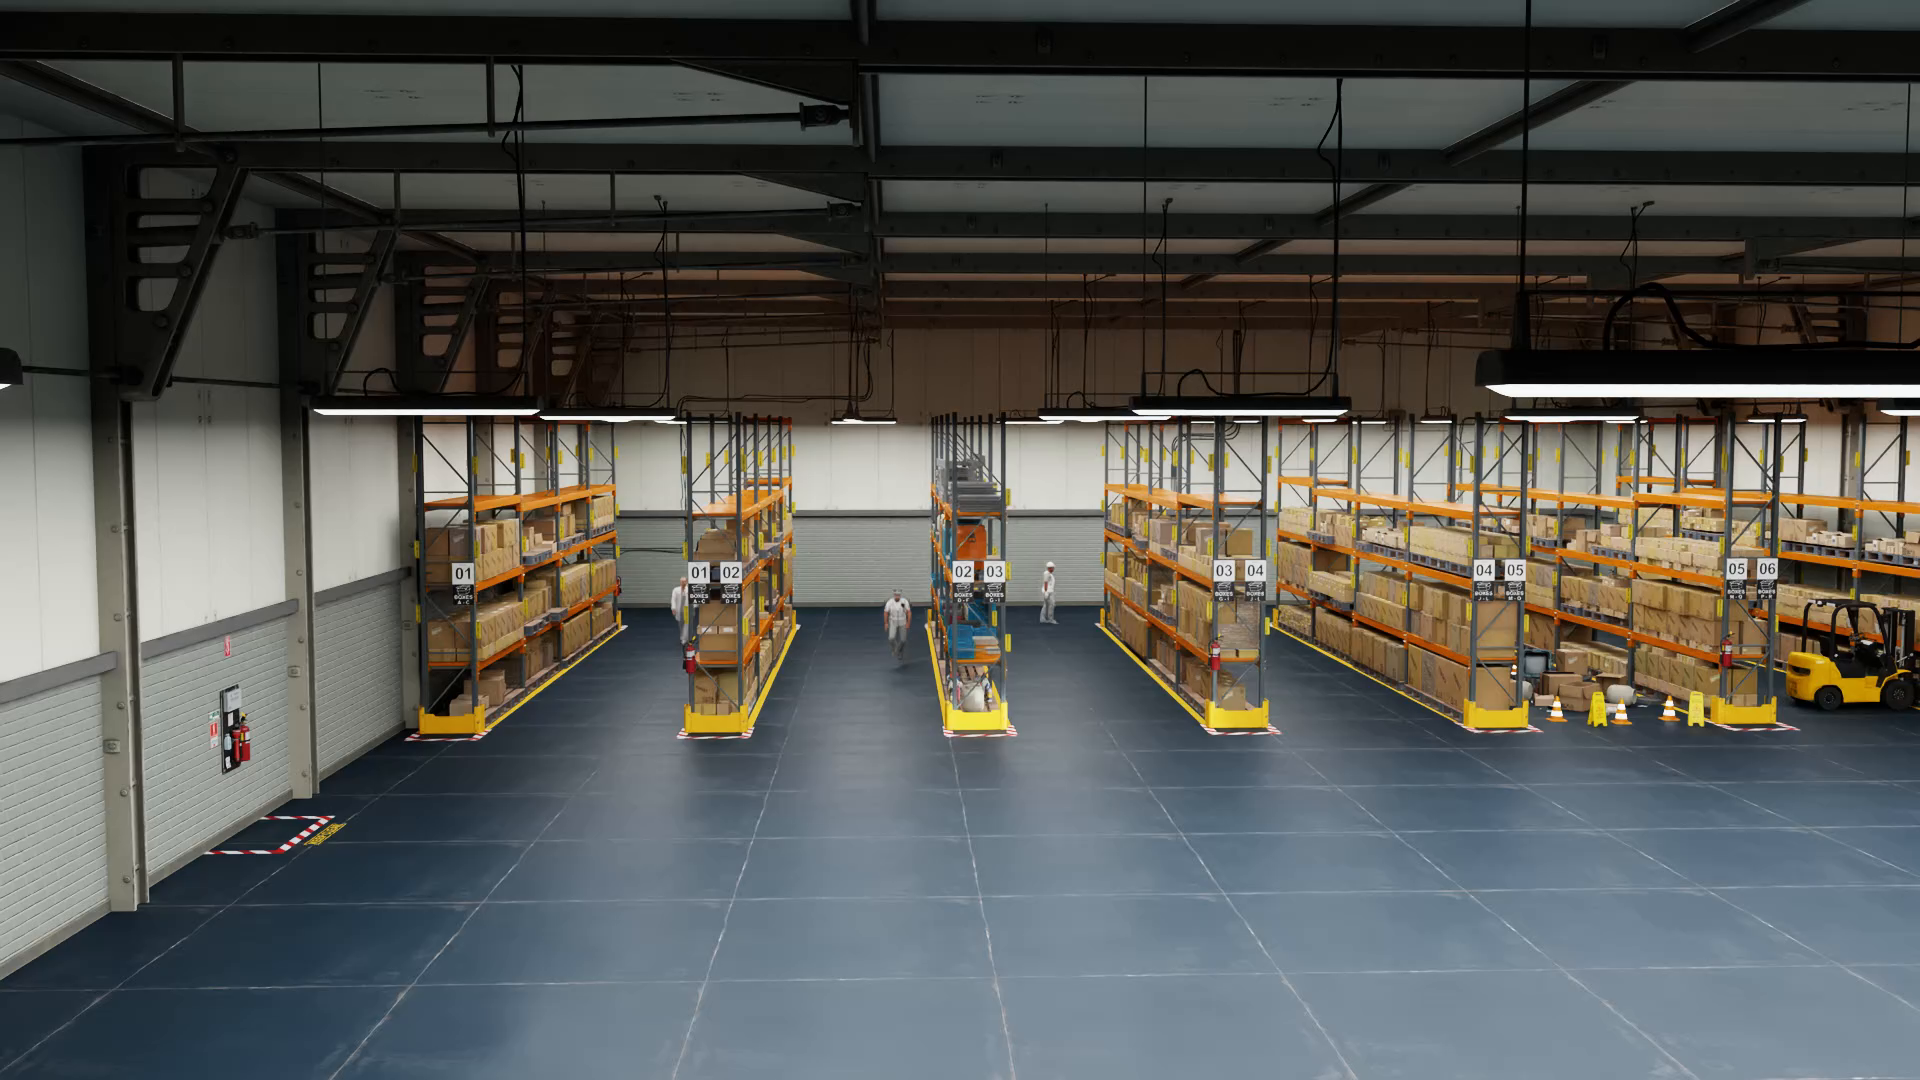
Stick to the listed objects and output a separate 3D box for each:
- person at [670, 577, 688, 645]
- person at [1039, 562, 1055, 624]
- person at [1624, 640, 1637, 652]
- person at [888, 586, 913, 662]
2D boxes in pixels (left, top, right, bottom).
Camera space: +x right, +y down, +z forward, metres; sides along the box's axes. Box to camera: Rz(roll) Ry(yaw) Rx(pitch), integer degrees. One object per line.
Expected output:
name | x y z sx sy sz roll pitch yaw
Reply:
person | -7.267 1.860 43.525 0.590 1.755 0.579 0 4 -3
person | 2.543 1.534 48.433 0.493 1.787 0.619 3 5 38
person | 17.148 2.029 41.868 0.499 1.704 0.912 -3 5 -41
person | -1.439 2.000 39.621 0.607 1.825 0.501 -3 5 -41
